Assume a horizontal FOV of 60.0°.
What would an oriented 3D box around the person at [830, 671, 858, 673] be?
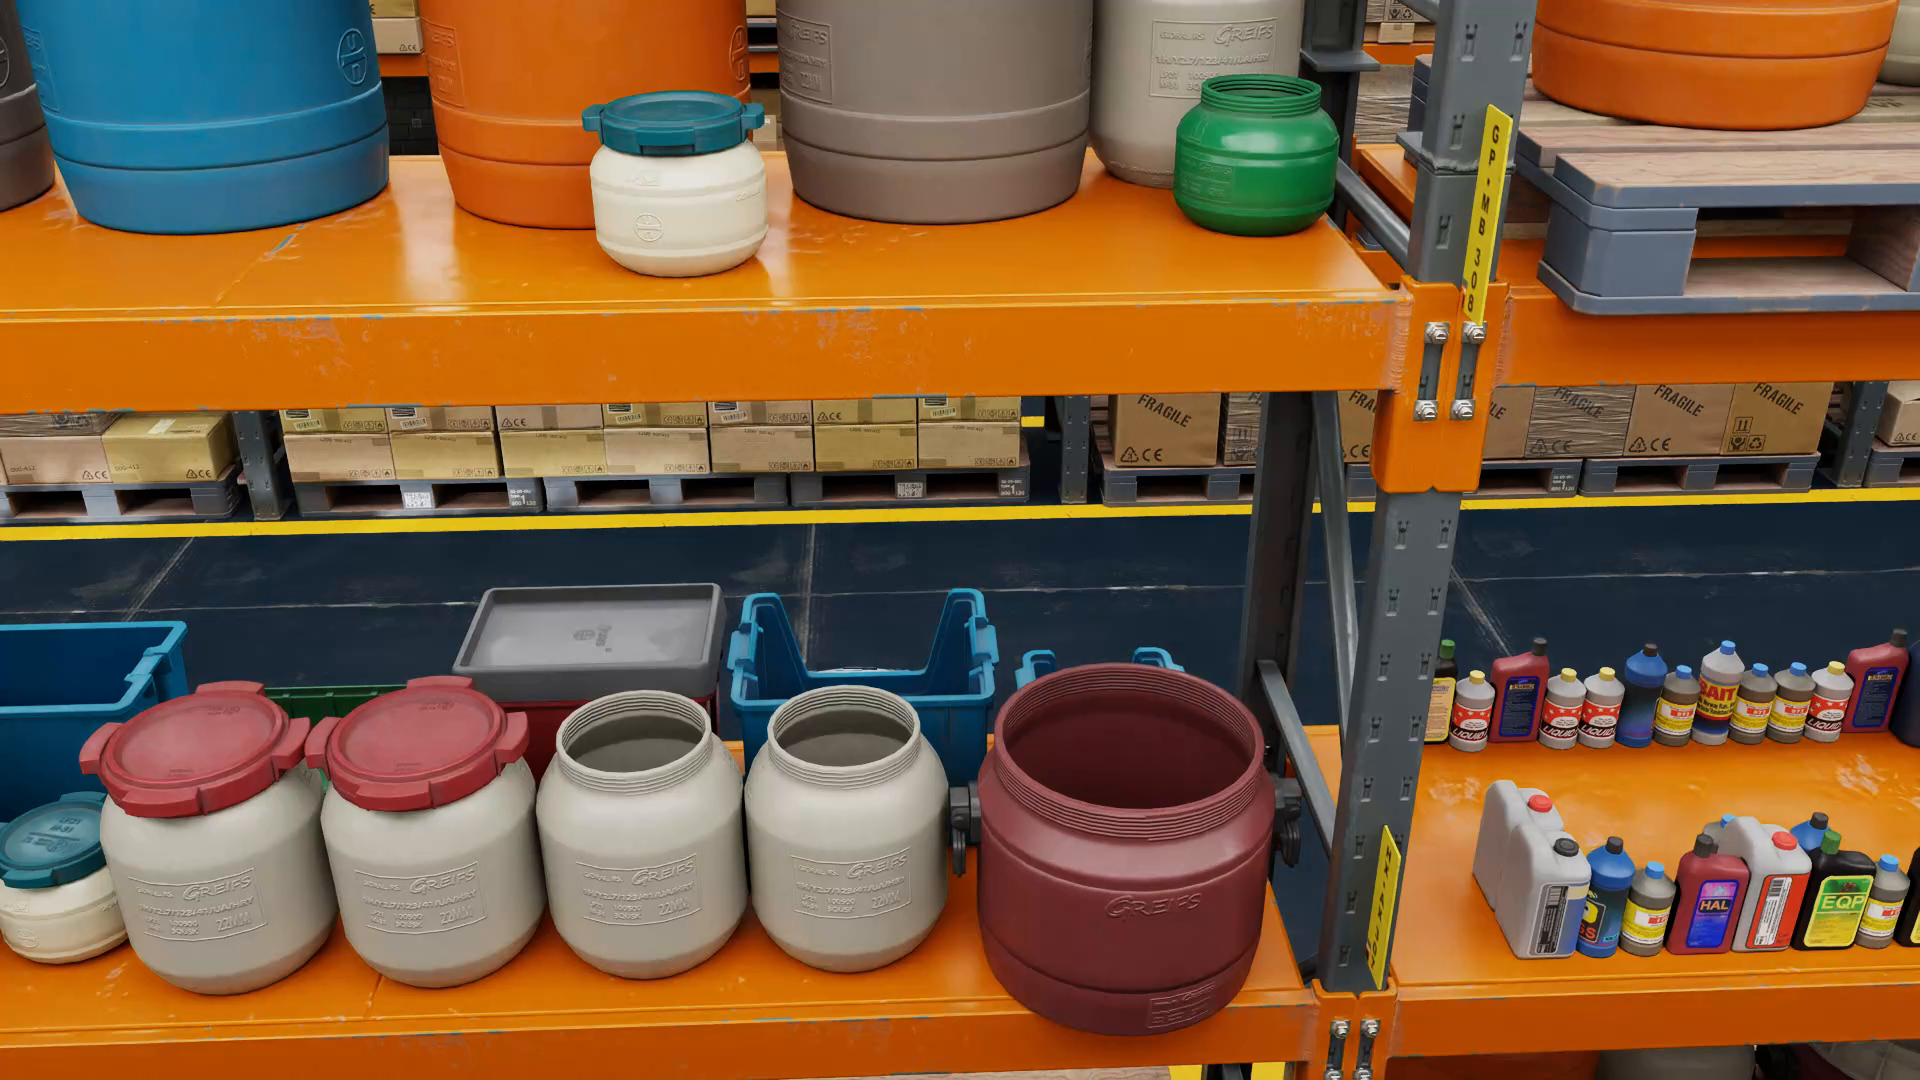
[{"bbox_3d":[-0.370,0.787,5.441,0.542,0.997,0.896,-2,27,-4],"label":"person"}]
